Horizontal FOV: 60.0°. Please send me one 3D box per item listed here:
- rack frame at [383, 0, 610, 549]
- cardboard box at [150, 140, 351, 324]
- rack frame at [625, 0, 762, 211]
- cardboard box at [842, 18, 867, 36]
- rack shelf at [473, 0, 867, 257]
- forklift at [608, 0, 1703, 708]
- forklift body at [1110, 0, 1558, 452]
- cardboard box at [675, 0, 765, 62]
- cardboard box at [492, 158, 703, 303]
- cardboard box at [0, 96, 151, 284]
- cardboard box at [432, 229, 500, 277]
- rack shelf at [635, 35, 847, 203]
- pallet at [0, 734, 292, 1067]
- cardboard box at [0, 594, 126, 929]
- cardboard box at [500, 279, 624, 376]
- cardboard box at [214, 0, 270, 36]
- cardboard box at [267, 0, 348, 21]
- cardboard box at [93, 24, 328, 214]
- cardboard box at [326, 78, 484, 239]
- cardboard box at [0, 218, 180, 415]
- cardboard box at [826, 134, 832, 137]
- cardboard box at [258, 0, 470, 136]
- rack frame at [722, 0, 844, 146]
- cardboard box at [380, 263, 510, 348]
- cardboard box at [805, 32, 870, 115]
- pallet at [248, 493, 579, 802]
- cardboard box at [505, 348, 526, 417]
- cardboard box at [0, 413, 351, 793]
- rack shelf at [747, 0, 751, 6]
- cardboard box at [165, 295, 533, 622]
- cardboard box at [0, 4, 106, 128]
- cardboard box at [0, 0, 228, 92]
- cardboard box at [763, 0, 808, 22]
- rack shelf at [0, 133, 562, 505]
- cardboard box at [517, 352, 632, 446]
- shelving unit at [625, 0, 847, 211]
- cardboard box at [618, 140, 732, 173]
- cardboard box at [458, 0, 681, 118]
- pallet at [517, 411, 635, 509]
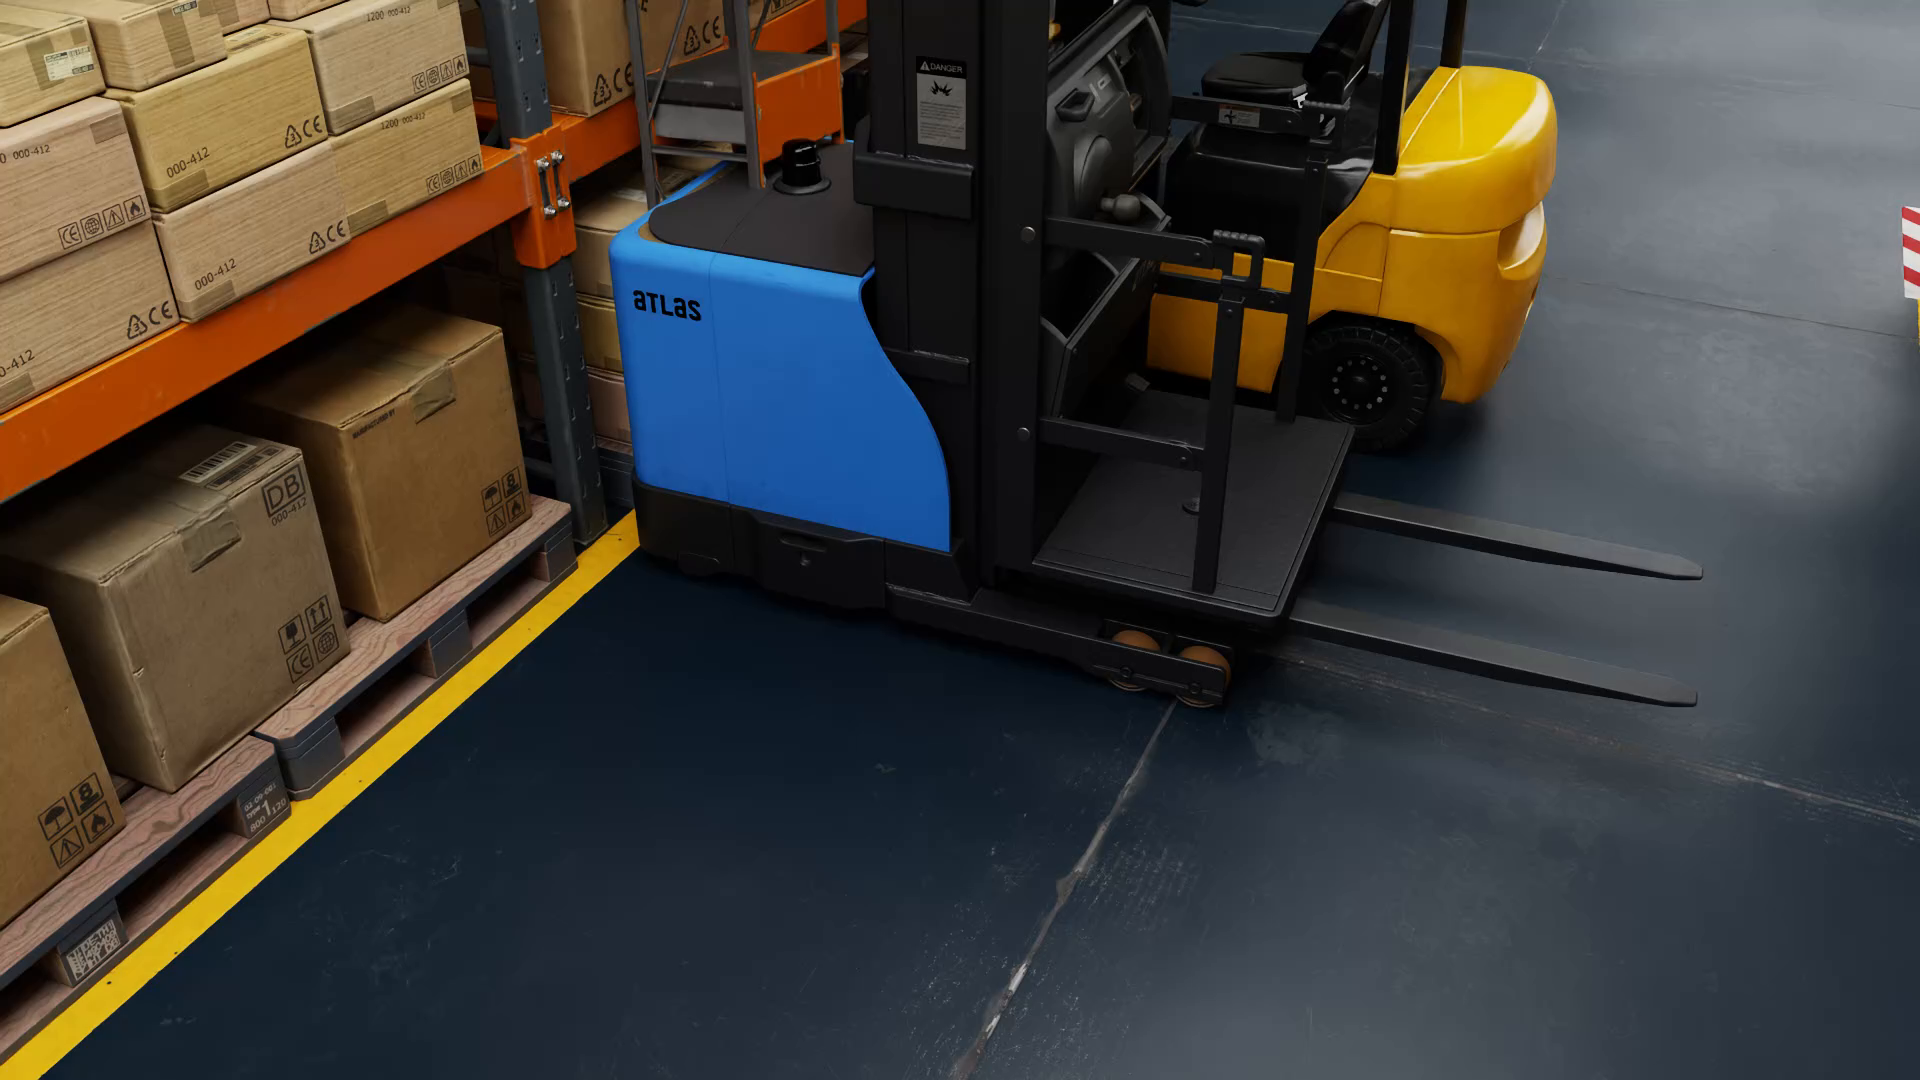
[{"bbox_3d":[-1.597,-1.373,4.608,1.000,3.000,0.127,14,36,20],"label":"rack frame"},{"bbox_3d":[-1.775,-0.747,3.791,0.500,0.250,0.500,14,36,20],"label":"cardboard box"},{"bbox_3d":[-0.753,-1.114,4.815,0.400,2.100,0.015,11,29,23],"label":"rack frame"},{"bbox_3d":[-0.243,-1.999,6.775,0.500,0.250,0.500,15,36,21],"label":"cardboard box"},{"bbox_3d":[-0.760,-2.068,6.324,1.077,0.370,4.000,14,36,20],"label":"rack shelf"},{"bbox_3d":[0.581,-1.099,4.252,3.031,2.935,1.130,12,35,18],"label":"forklift"},{"bbox_3d":[0.941,-1.647,5.800,2.313,2.155,1.214,14,36,20],"label":"forklift body"},{"bbox_3d":[-0.971,-1.839,5.228,0.500,0.500,0.500,15,36,21],"label":"cardboard box"},{"bbox_3d":[-1.109,-0.986,5.230,0.500,0.250,0.500,14,36,20],"label":"cardboard box"},{"bbox_3d":[-1.998,-0.705,3.270,0.500,0.250,0.500,15,36,21],"label":"cardboard box"},{"bbox_3d":[-1.566,-1.106,5.414,0.500,0.250,0.500,15,36,21],"label":"cardboard box"},{"bbox_3d":[-0.647,-1.203,5.016,0.431,0.518,0.480,11,29,23],"label":"rack shelf"},{"bbox_3d":[-2.379,0.779,3.869,1.003,0.211,1.213,14,36,20],"label":"pallet"},{"bbox_3d":[-2.449,0.467,3.585,0.875,0.625,0.625,13,35,19],"label":"cardboard box"},{"bbox_3d":[-1.114,-0.778,5.369,0.500,0.250,0.500,14,36,20],"label":"cardboard box"},{"bbox_3d":[-1.780,-1.222,3.696,0.380,0.149,0.250,14,36,20],"label":"cardboard box"},{"bbox_3d":[-1.629,-1.332,3.863,0.380,0.149,0.250,14,36,20],"label":"cardboard box"},{"bbox_3d":[-1.779,-0.958,3.656,0.500,0.250,0.500,13,36,19],"label":"cardboard box"},{"bbox_3d":[-1.570,-0.999,4.175,0.500,0.250,0.500,15,36,22],"label":"cardboard box"},{"bbox_3d":[-2.011,-0.507,3.424,0.500,0.250,0.500,14,36,21],"label":"cardboard box"},{"bbox_3d":[-0.688,-1.488,5.997,0.500,0.250,0.500,15,36,22],"label":"cardboard box"},{"bbox_3d":[-1.570,-1.216,4.050,0.500,0.250,0.500,13,36,19],"label":"cardboard box"},{"bbox_3d":[-0.542,-1.316,5.206,0.400,2.100,0.015,11,29,23],"label":"rack frame"},{"bbox_3d":[-1.579,-0.897,5.551,0.500,0.250,0.500,13,36,19],"label":"cardboard box"},{"bbox_3d":[-0.462,-1.748,6.393,0.500,0.250,0.500,13,36,20],"label":"cardboard box"},{"bbox_3d":[-1.869,0.169,4.799,1.003,0.211,1.213,14,36,20],"label":"pallet"},{"bbox_3d":[-1.577,-0.687,5.686,0.500,0.250,0.500,15,36,21],"label":"cardboard box"},{"bbox_3d":[-2.136,0.092,4.157,0.875,0.625,0.625,14,36,20],"label":"cardboard box"},{"bbox_3d":[-0.662,-1.828,4.701,0.431,0.518,0.480,11,29,23],"label":"rack shelf"},{"bbox_3d":[-1.805,-0.293,4.744,0.875,0.625,0.625,16,36,23],"label":"cardboard box"},{"bbox_3d":[-1.936,-0.945,3.272,0.380,0.149,0.250,13,36,19],"label":"cardboard box"},{"bbox_3d":[-1.769,-1.061,3.449,0.380,0.149,0.250,13,35,19],"label":"cardboard box"},{"bbox_3d":[-0.760,-2.091,5.613,0.500,0.500,0.500,14,36,20],"label":"cardboard box"},{"bbox_3d":[-2.433,-0.076,3.286,1.077,0.370,4.000,14,36,20],"label":"rack shelf"},{"bbox_3d":[-1.094,-0.563,5.498,0.500,0.250,0.500,15,36,21],"label":"cardboard box"},{"bbox_3d":[-0.648,-1.215,5.010,0.431,2.100,0.503,11,29,23],"label":"shelving unit"},{"bbox_3d":[-0.886,-1.238,5.615,0.500,0.250,0.500,14,36,21],"label":"cardboard box"},{"bbox_3d":[-1.174,-1.576,4.826,0.500,0.500,0.500,13,35,19],"label":"cardboard box"},{"bbox_3d":[-1.226,-0.593,5.962,1.003,0.211,1.213,14,36,20],"label":"pallet"}]
